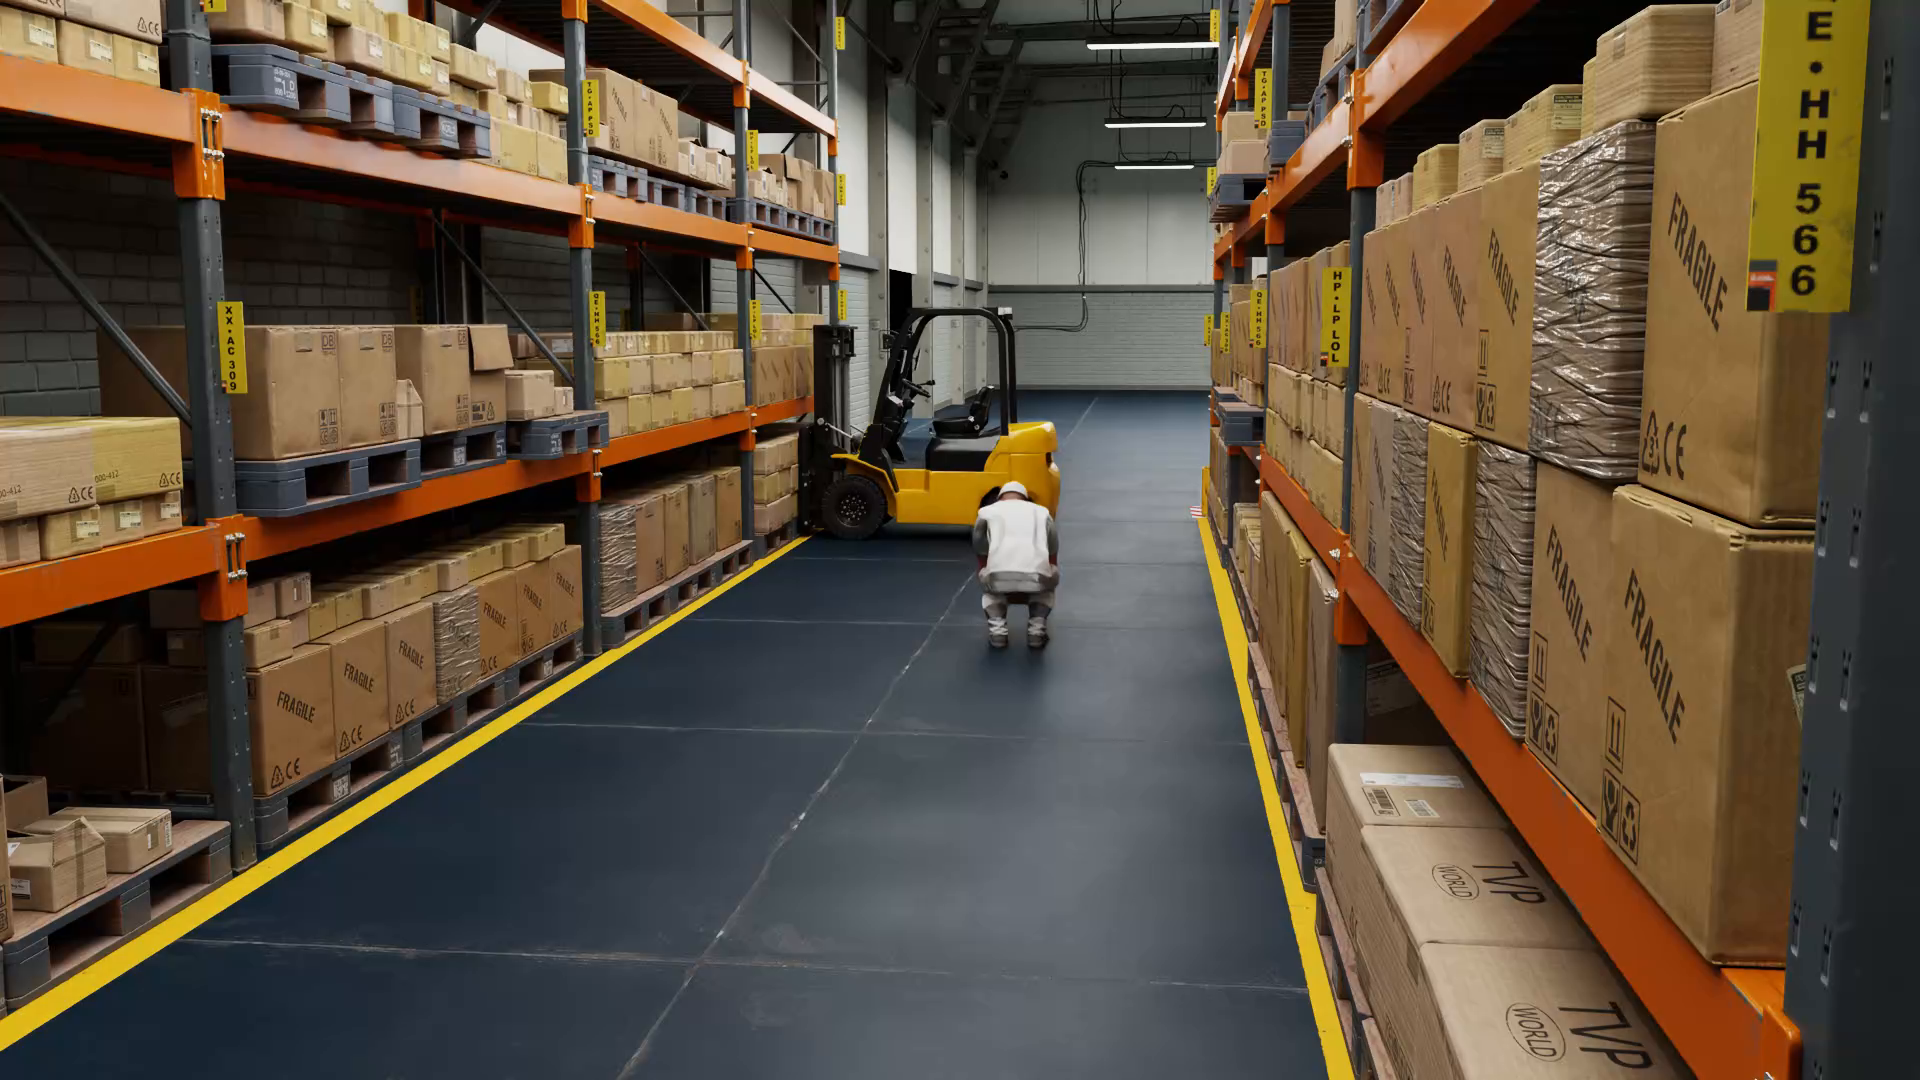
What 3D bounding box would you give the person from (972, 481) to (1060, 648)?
[{"bbox_3d":[0.351,0.151,10.571,0.567,1.006,0.881,1,8,6],"label":"person"}]
